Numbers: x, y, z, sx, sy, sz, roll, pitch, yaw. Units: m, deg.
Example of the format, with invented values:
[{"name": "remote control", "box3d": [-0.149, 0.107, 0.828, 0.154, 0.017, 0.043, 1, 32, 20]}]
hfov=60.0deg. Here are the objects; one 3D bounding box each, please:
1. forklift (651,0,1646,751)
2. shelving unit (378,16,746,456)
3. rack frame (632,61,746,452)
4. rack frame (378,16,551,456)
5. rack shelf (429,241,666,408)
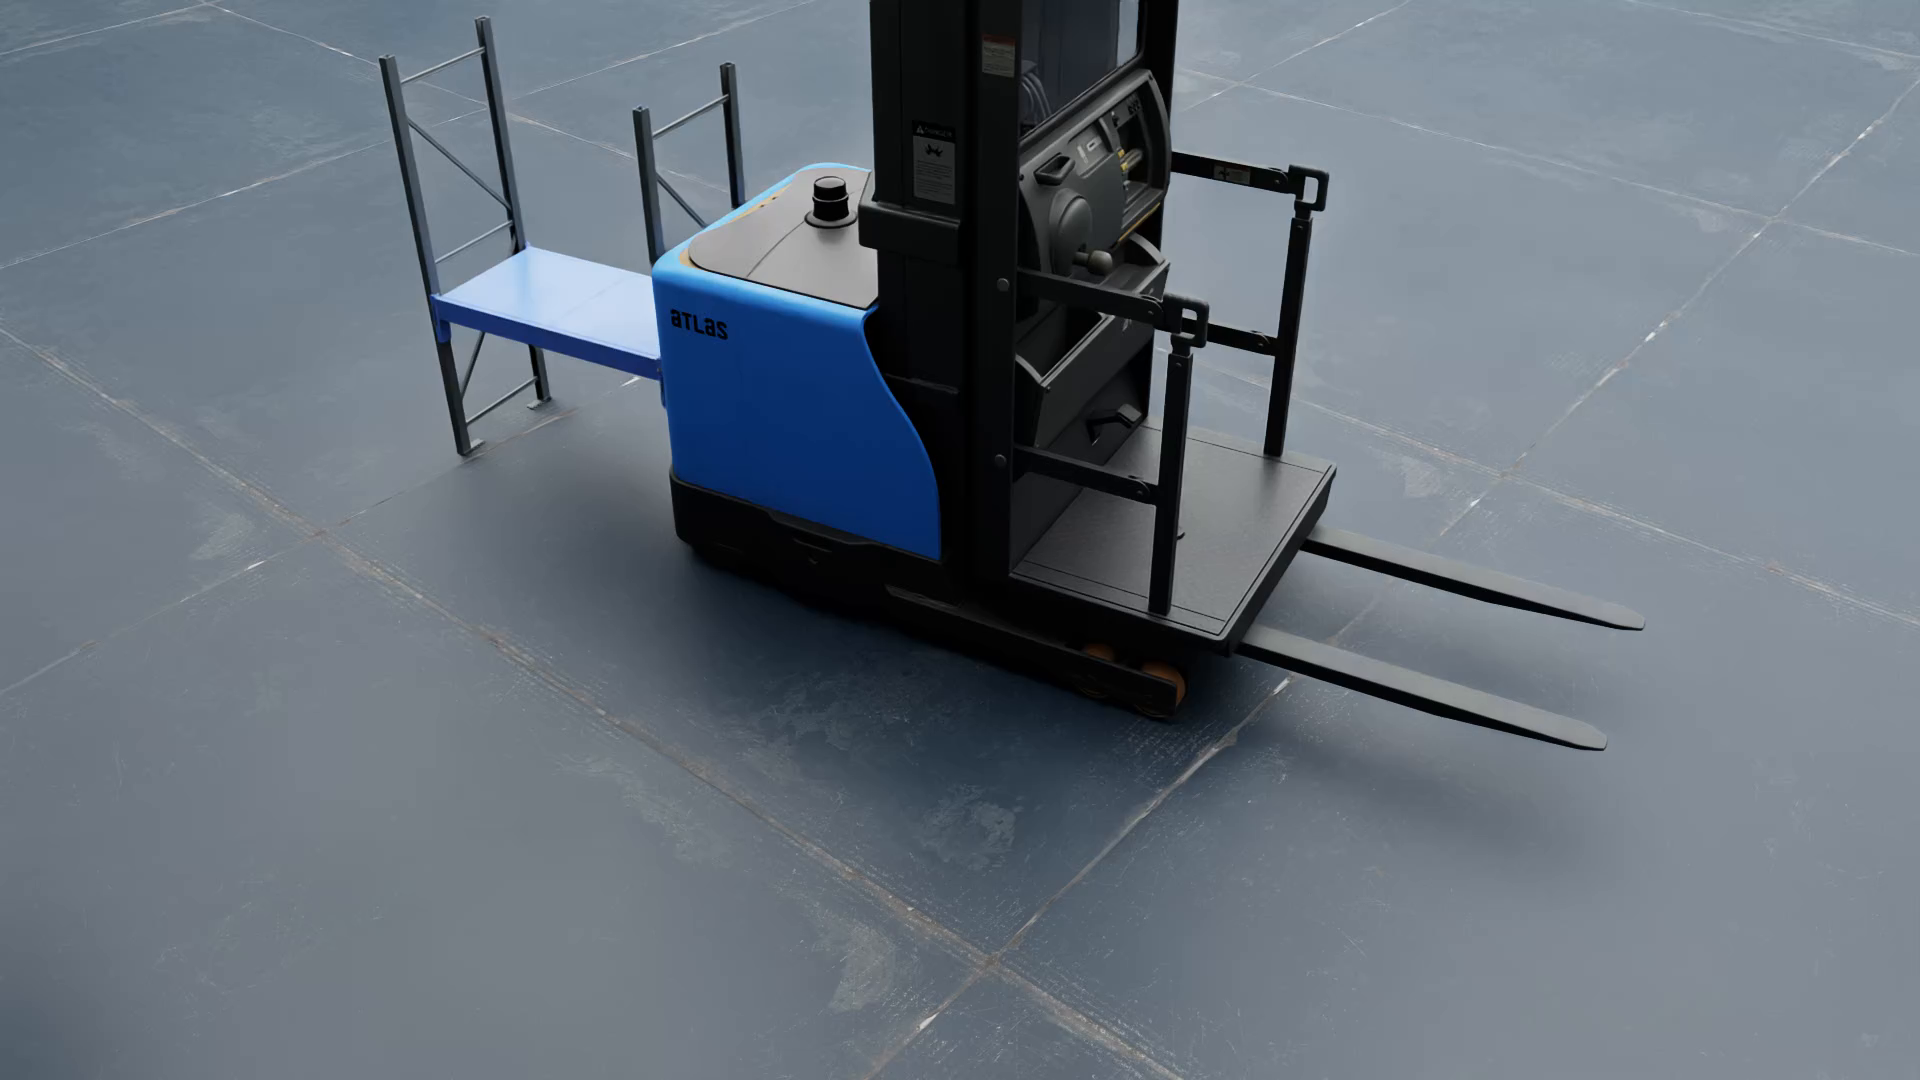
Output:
[{"name": "forklift", "box3d": [0.575, -1.023, 4.651, 3.031, 2.935, 1.130, 17, 38, 23]}, {"name": "shelving unit", "box3d": [-1.299, -0.926, 5.773, 1.048, 1.500, 0.538, 17, 38, 23]}, {"name": "rack frame", "box3d": [-0.851, -0.791, 5.576, 0.032, 1.500, 0.500, 17, 38, 23]}, {"name": "rack frame", "box3d": [-1.748, -1.061, 5.970, 0.032, 1.500, 0.500, 17, 38, 23]}, {"name": "rack shelf", "box3d": [-1.299, -0.778, 5.875, 1.000, 0.185, 0.538, 17, 38, 23]}]
